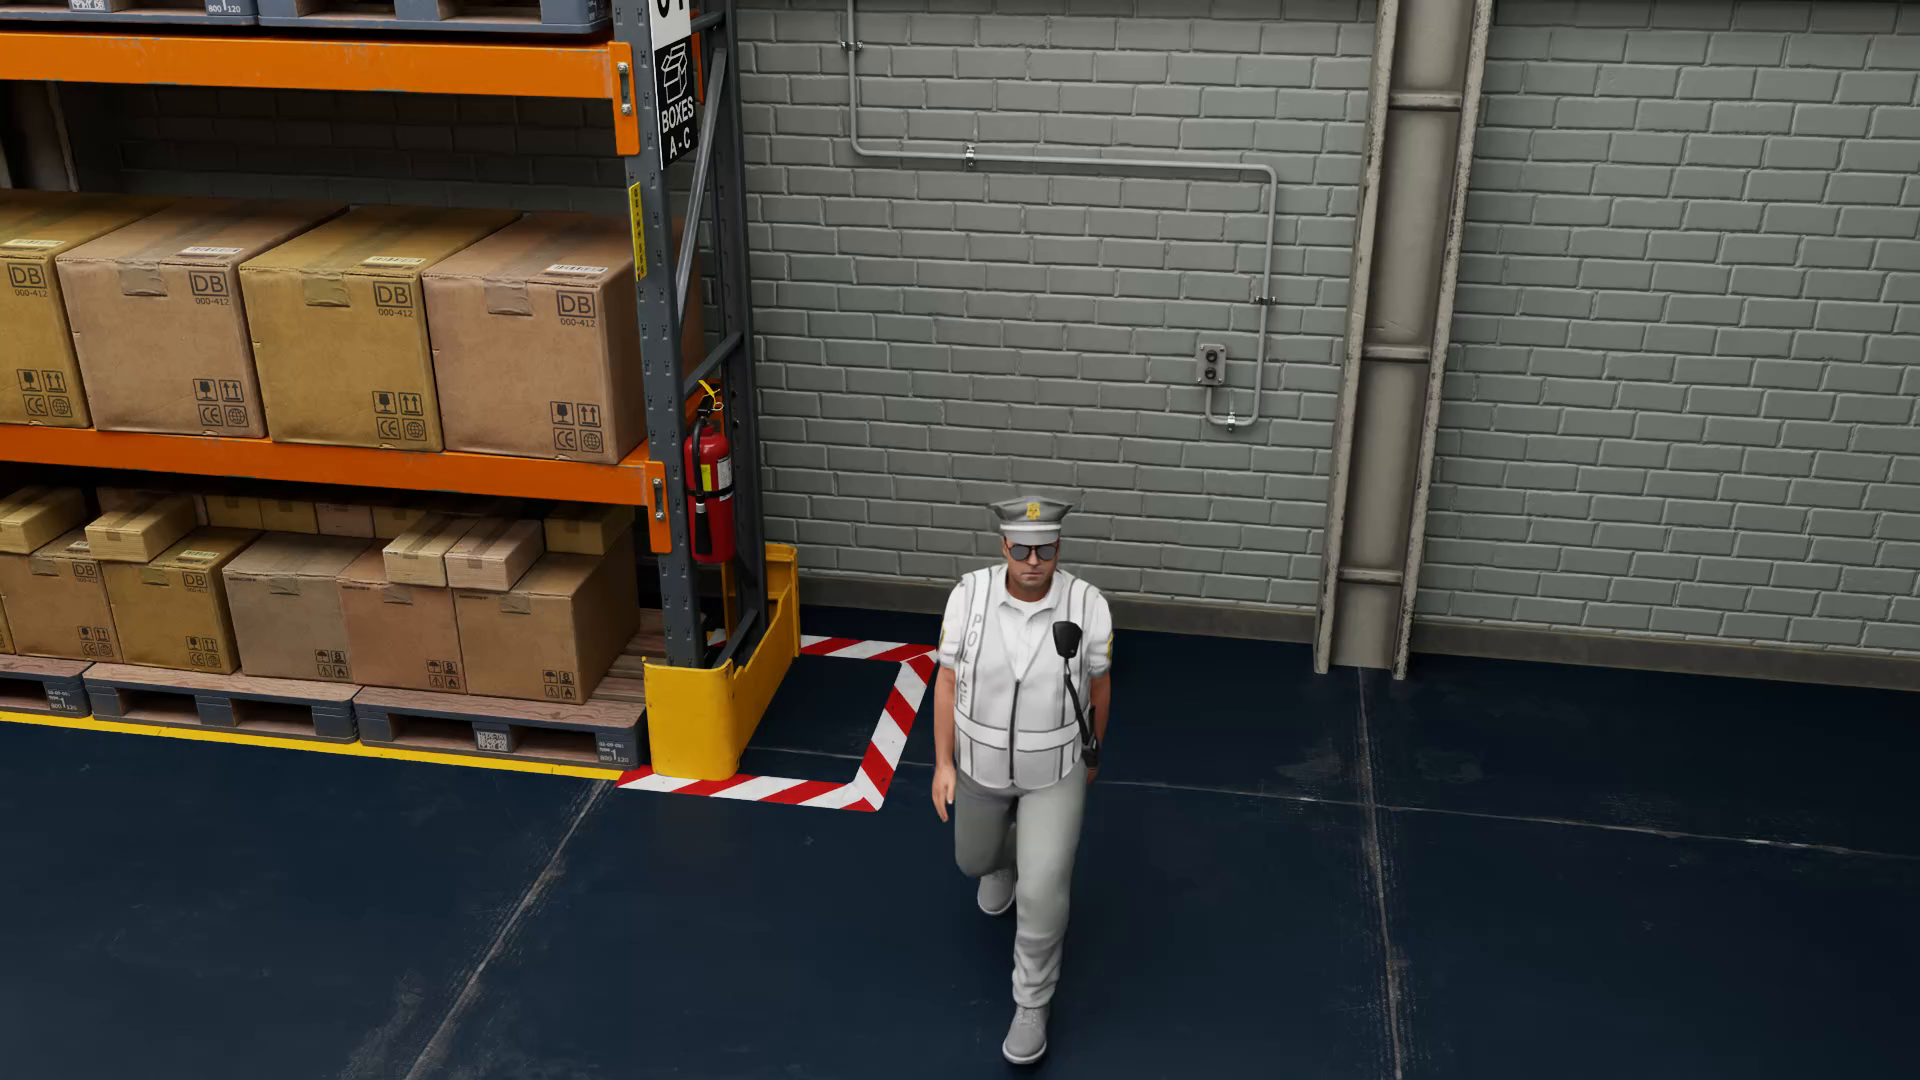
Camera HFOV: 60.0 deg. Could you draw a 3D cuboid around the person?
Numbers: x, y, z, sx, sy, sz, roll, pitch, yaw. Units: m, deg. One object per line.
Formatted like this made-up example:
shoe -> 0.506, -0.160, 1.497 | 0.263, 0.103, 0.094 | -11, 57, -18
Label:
person -> 0.192, 0.638, 5.158 | 0.529, 1.731, 0.951 | 5, 25, 10
